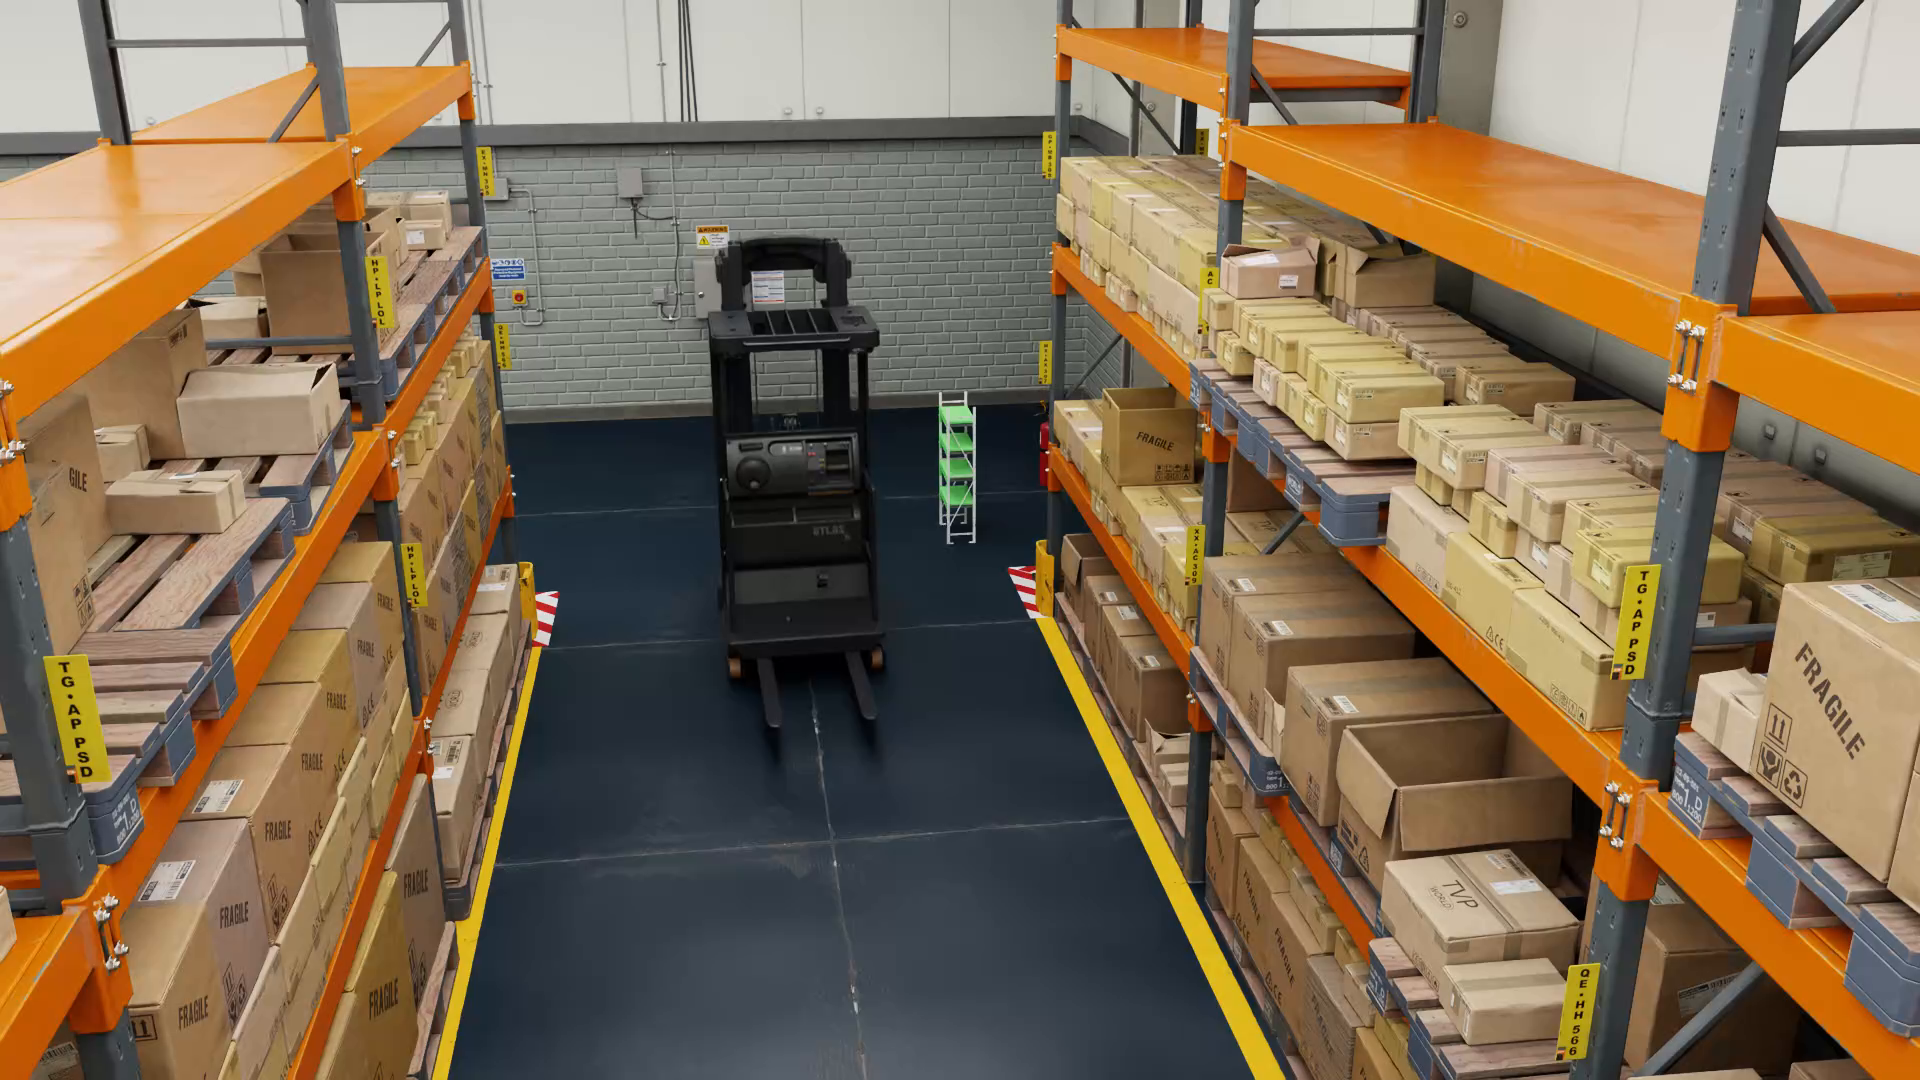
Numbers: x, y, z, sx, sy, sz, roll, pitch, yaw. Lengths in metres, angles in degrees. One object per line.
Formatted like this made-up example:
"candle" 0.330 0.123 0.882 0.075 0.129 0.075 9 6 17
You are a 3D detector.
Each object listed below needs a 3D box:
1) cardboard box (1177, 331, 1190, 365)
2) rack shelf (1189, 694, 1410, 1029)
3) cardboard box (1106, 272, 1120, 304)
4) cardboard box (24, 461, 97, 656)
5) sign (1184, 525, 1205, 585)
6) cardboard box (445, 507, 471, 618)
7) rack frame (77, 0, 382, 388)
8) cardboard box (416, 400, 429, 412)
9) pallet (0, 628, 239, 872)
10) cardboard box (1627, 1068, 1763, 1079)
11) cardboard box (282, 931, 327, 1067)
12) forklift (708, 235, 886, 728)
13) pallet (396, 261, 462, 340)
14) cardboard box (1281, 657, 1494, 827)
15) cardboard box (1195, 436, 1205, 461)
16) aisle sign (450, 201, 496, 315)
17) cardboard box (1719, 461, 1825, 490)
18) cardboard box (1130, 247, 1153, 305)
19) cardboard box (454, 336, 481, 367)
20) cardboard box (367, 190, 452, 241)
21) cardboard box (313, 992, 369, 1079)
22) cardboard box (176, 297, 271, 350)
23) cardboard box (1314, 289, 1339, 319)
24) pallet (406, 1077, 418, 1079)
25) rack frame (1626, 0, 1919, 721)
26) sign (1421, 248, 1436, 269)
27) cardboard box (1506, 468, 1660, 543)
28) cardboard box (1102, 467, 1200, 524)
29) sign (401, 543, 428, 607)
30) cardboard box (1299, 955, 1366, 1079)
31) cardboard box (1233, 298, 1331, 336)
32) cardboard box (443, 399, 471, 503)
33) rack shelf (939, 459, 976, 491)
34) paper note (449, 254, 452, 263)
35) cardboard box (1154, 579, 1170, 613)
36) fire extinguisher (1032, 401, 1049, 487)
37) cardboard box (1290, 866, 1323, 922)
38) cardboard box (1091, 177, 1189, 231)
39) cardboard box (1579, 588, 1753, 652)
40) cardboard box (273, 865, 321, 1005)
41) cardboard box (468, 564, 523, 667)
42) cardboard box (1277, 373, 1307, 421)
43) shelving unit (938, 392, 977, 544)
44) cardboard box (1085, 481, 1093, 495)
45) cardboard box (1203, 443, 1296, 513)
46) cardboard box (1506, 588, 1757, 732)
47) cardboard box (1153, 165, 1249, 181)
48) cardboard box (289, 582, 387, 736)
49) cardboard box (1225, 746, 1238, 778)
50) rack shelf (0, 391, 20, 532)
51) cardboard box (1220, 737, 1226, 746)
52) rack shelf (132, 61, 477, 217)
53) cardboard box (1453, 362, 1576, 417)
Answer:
"cardboard box" 1.371 -1.027 8.824 0.380 0.149 0.250 -3 21 -8
"rack shelf" 2.035 1.485 7.056 1.077 0.370 4.000 -3 21 -8
"cardboard box" 1.111 -1.559 10.250 0.380 0.149 0.250 -3 21 -8
"cardboard box" -2.918 0.110 4.679 0.700 0.500 0.500 -4 21 -10
"sign" 1.211 0.080 8.553 0.100 0.325 0.005 -3 21 -8
"cardboard box" -3.107 0.137 9.493 0.500 0.500 0.500 -3 21 -7
"rack frame" -3.164 -2.104 7.061 1.000 3.000 0.127 -3 21 -8
"cardboard box" -3.187 -0.674 9.310 0.380 0.149 0.250 -3 21 -8
"pallet" -2.733 0.555 4.501 1.213 0.211 1.003 -2 21 -5
"cardboard box" 2.078 1.615 4.610 0.380 0.149 0.250 -2 21 -6
"cardboard box" -2.571 1.621 5.877 0.500 0.250 0.500 -2 21 -6
"forklift" -1.135 -0.526 11.510 1.130 2.935 3.031 -4 21 -10
"pallet" -3.444 -1.362 9.490 1.003 0.211 1.213 -3 21 -8
"cardboard box" 1.783 0.841 7.007 0.700 0.500 0.500 -3 21 -8
"cardboard box" 1.639 -0.503 11.138 0.500 0.250 0.500 -2 21 -6
"aisle sign" -3.444 -1.936 11.472 0.394 0.787 0.004 -3 21 -8
"cardboard box" 2.500 -0.137 5.302 0.380 0.149 0.250 -3 21 -8
"cardboard box" 1.282 -1.531 9.604 0.500 0.250 0.500 -2 21 -7
"cardboard box" -3.310 -1.211 10.747 0.380 0.149 0.250 -3 21 -8
"cardboard box" -3.587 -2.105 10.824 0.500 0.250 0.500 -5 21 -13
"cardboard box" -2.729 2.338 6.180 0.875 0.875 0.875 -3 21 -7
"cardboard box" -3.573 -1.084 8.067 0.396 0.266 0.258 -2 21 -6
"cardboard box" 1.906 -1.117 7.898 0.380 0.149 0.250 -3 21 -9
"pallet" -2.799 2.700 6.760 1.003 0.211 1.213 -3 21 -8
"rack frame" 2.324 -0.970 4.027 1.000 3.000 0.127 -3 21 -8
"sign" 2.296 -1.406 8.179 0.100 0.325 0.005 -3 21 -8
"cardboard box" 1.960 -0.111 5.232 0.380 0.149 0.250 -4 21 -10
"cardboard box" 1.213 -0.302 10.602 0.500 0.250 0.500 -3 21 -9
"sign" -2.629 0.171 8.004 0.100 0.325 0.005 -3 21 -8
"cardboard box" 1.817 2.145 7.232 0.500 0.500 0.500 -4 21 -10
"cardboard box" 1.465 -1.001 7.587 0.380 0.149 0.250 -3 21 -7
"cardboard box" -3.193 -0.513 9.806 0.500 0.500 0.500 -3 21 -8
"rack shelf" -0.024 -0.560 14.256 0.258 0.148 0.480 -3 21 -8
"paper note" -2.862 -1.584 9.351 0.006 0.032 0.123 -3 21 -8
"cardboard box" 1.331 0.297 9.566 0.380 0.149 0.250 -2 21 -6
"fire extinguisher" 0.692 -0.746 12.645 0.296 0.674 0.183 -3 21 -8
"cardboard box" 1.752 1.626 7.695 0.380 0.149 0.250 -3 21 -8
"cardboard box" 1.127 -2.122 10.471 0.500 0.250 0.500 -3 21 -9
"cardboard box" 2.034 0.208 4.804 0.380 0.149 0.250 -2 21 -7
"cardboard box" -2.549 1.388 5.787 0.500 0.250 0.500 -3 21 -8
"cardboard box" -3.547 0.549 11.595 0.875 0.438 0.875 -4 21 -10
"cardboard box" 1.546 -0.599 6.935 0.380 0.149 0.250 -3 21 -8
"shelving unit" -0.024 -0.619 14.234 0.258 1.200 0.503 -3 21 -8
"cardboard box" 1.077 -0.419 11.484 0.380 0.149 0.250 -2 21 -6
"cardboard box" 1.796 -0.494 10.044 0.500 0.500 0.500 -3 21 -9
"cardboard box" 2.010 0.340 5.021 0.500 0.250 0.500 -4 21 -10
"cardboard box" 1.585 -2.318 10.998 0.500 0.250 0.500 -4 21 -9
"cardboard box" -2.769 0.512 7.059 0.500 0.500 0.500 -3 21 -7
"cardboard box" 1.596 1.121 8.623 0.380 0.149 0.250 -3 21 -9
"rack shelf" -2.299 0.498 1.695 1.077 0.370 4.000 -3 21 -8
"cardboard box" 1.823 1.203 10.256 0.380 0.149 0.250 -3 21 -8
"rack shelf" -3.452 -2.272 9.111 1.077 0.370 4.000 -3 21 -8
"cardboard box" 2.154 -0.585 6.473 0.380 0.149 0.250 -2 21 -6
